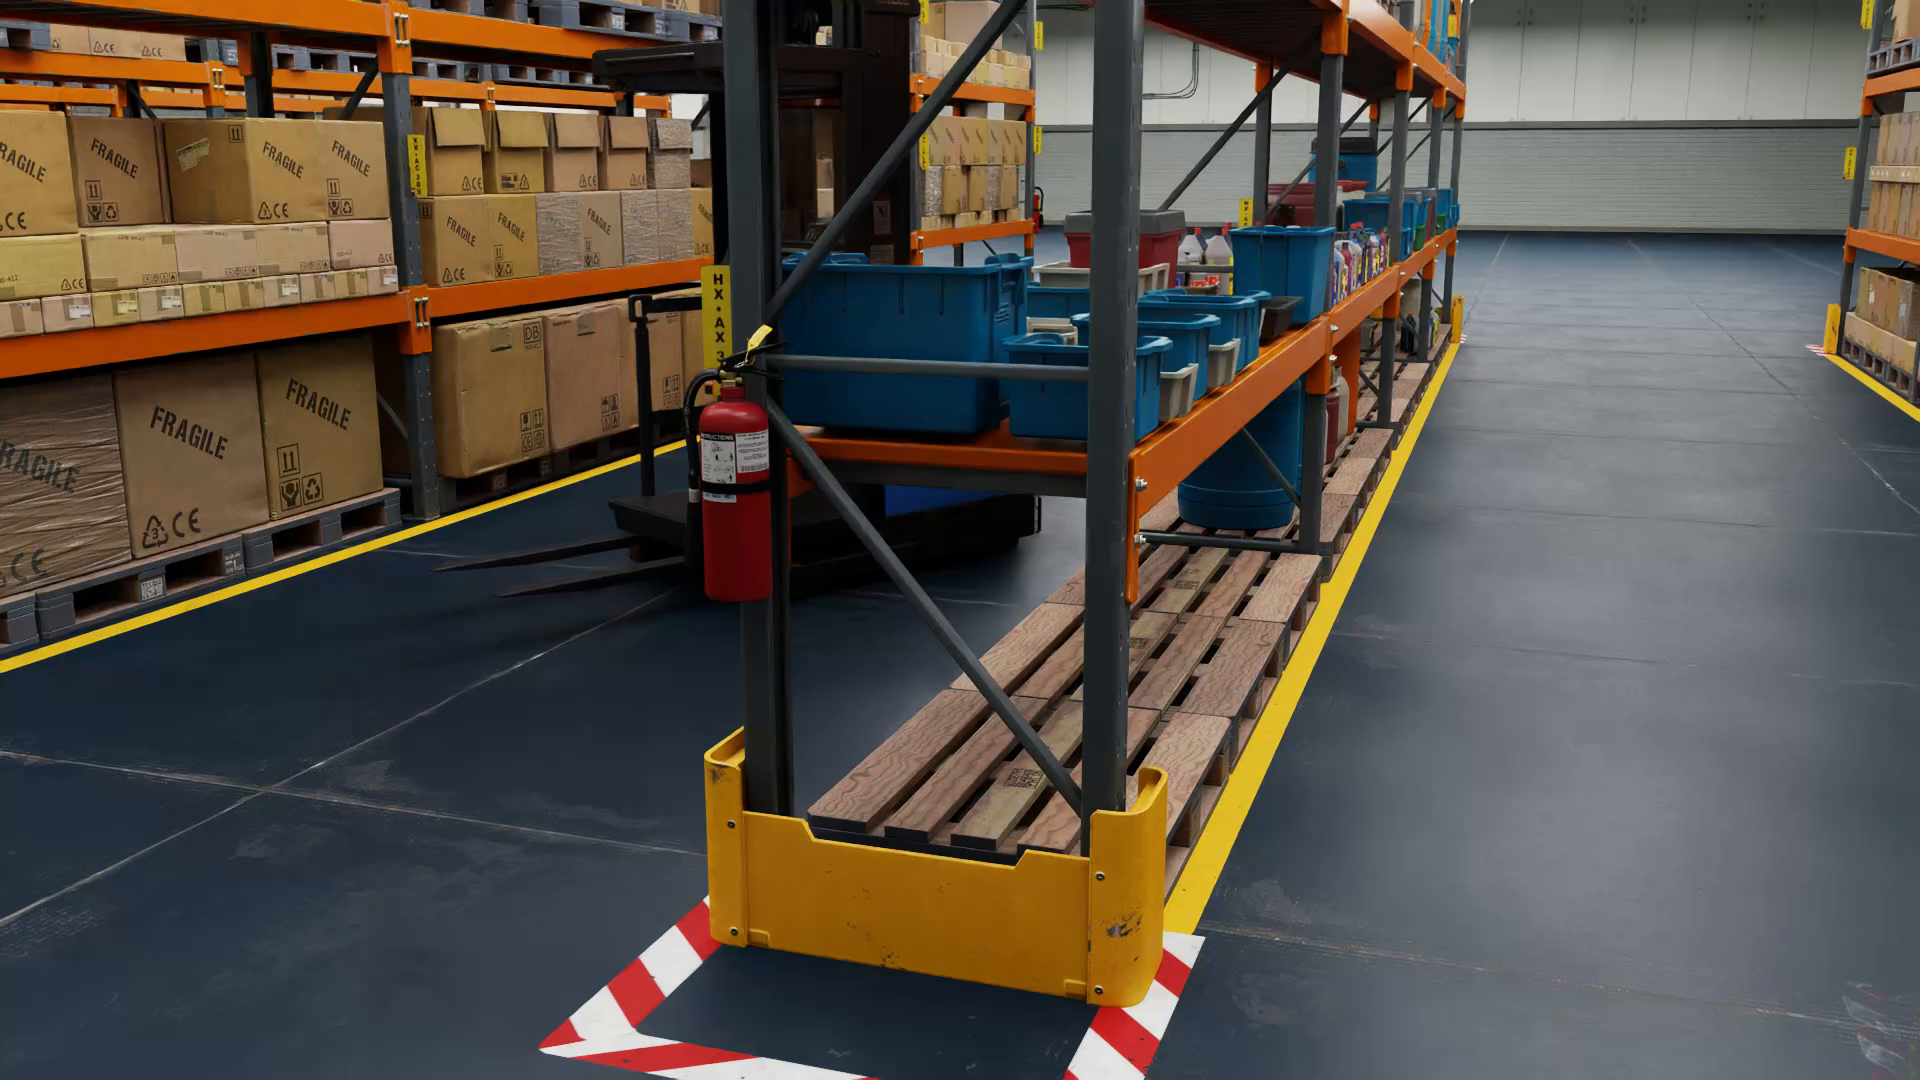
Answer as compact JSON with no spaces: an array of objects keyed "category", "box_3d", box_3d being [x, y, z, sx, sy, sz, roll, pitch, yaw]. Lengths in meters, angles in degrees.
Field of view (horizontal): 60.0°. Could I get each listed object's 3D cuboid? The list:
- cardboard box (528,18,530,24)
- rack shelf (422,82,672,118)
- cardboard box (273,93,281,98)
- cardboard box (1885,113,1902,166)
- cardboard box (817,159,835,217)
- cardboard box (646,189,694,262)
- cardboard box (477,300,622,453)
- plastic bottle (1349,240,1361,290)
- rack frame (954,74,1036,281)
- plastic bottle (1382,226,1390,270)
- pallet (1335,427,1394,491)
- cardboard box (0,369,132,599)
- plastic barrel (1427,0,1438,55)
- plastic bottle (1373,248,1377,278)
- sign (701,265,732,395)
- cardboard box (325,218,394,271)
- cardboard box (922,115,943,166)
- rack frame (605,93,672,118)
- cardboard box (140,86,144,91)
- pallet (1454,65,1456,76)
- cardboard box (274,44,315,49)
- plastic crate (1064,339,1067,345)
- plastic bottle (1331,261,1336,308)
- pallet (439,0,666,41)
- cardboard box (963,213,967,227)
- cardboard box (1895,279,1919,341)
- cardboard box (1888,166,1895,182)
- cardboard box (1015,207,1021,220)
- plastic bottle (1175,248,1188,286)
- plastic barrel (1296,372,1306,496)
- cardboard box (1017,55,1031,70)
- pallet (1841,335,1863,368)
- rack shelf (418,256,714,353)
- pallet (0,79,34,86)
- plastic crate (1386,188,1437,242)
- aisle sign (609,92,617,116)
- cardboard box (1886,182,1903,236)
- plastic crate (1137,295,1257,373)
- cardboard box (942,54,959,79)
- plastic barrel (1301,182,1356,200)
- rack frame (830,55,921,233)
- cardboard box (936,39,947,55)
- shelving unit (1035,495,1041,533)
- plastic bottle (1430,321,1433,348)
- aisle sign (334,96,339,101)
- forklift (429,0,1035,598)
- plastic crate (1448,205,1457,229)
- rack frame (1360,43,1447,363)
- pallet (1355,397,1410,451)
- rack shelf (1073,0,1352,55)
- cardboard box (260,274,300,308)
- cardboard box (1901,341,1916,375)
[{"category":"cardboard box","box_3d":[-4.937,-5.813,18.577,0.380,0.149,0.250,4,14,18]},{"category":"rack shelf","box_3d":[-4.892,-5.204,19.923,1.077,0.370,4.000,4,14,18]},{"category":"cardboard box","box_3d":[-9.161,-5.880,21.835,0.380,0.149,0.250,4,14,18]},{"category":"cardboard box","box_3d":[9.442,-3.883,16.117,0.700,0.500,0.500,4,13,17]},{"category":"cardboard box","box_3d":[-1.352,-3.176,14.987,0.797,0.503,0.637,6,14,24]},{"category":"cardboard box","box_3d":[-2.265,-2.273,11.981,0.500,0.500,0.500,4,14,18]},{"category":"cardboard box","box_3d":[-2.991,-1.102,10.905,1.225,0.875,0.875,4,13,16]},{"category":"plastic bottle","box_3d":[2.167,-1.525,9.219,0.097,0.271,0.097,0,13,0]},{"category":"rack frame","box_3d":[0.415,-4.135,20.364,1.000,3.000,0.127,4,14,18]},{"category":"plastic bottle","box_3d":[2.786,-1.921,10.926,0.061,0.283,0.133,4,14,18]},{"category":"pallet","box_3d":[2.298,-0.565,10.991,1.003,0.211,1.213,4,14,18]},{"category":"cardboard box","box_3d":[-4.336,-0.267,7.249,0.875,0.875,0.875,4,14,18]},{"category":"plastic barrel","box_3d":[3.425,-4.245,12.977,0.600,0.901,0.708,4,14,18]},{"category":"plastic bottle","box_3d":[2.499,-1.707,10.173,0.097,0.201,0.097,0,13,0]},{"category":"sign","box_3d":[-0.601,-0.525,4.182,0.100,0.325,0.005,4,14,18]},{"category":"cardboard box","box_3d":[-3.362,-1.568,8.787,0.500,0.250,0.500,4,13,17]},{"category":"cardboard box","box_3d":[-0.493,-4.050,16.853,0.500,0.500,0.500,4,14,18]},{"category":"rack frame","box_3d":[-4.245,-4.513,22.021,1.000,3.000,0.127,4,14,18]},{"category":"cardboard box","box_3d":[-9.920,-5.395,19.706,0.380,0.149,0.250,4,13,18]},{"category":"pallet","box_3d":[4.742,-4.982,17.756,1.003,0.211,1.213,4,14,18]},{"category":"cardboard box","box_3d":[-6.536,-4.980,15.931,0.500,0.500,0.500,4,14,18]},{"category":"plastic crate","box_3d":[0.125,-0.555,5.136,0.396,0.136,0.243,4,14,18]},{"category":"plastic bottle","box_3d":[1.785,-1.269,8.071,0.061,0.283,0.133,4,14,18]},{"category":"pallet","box_3d":[-2.690,-3.446,11.028,1.003,0.211,1.213,5,14,21]},{"category":"cardboard box","box_3d":[-0.144,-3.459,17.966,0.380,0.149,0.250,4,14,18]},{"category":"cardboard box","box_3d":[8.609,-2.026,14.675,0.500,0.500,0.500,4,14,18]},{"category":"cardboard box","box_3d":[9.124,-3.501,15.905,0.380,0.149,0.250,4,13,17]},{"category":"cardboard box","box_3d":[0.518,-3.938,20.063,0.380,0.149,0.250,4,14,18]},{"category":"plastic bottle","box_3d":[1.041,-1.298,8.211,0.152,0.276,0.135,4,14,18]},{"category":"plastic barrel","box_3d":[1.640,-0.696,9.068,0.600,0.901,0.708,4,14,18]},{"category":"cardboard box","box_3d":[0.621,-5.638,19.647,0.380,0.149,0.250,4,14,18]},{"category":"pallet","box_3d":[9.580,-1.898,16.827,1.003,0.211,1.213,4,14,18]},{"category":"rack shelf","box_3d":[-2.820,-1.679,11.219,1.077,0.370,4.000,4,14,18]},{"category":"pallet","box_3d":[-10.889,-5.036,17.993,1.213,0.211,1.003,4,14,18]},{"category":"plastic crate","box_3d":[3.940,-2.843,14.561,0.402,0.464,0.583,4,14,18]},{"category":"aisle sign","box_3d":[-4.506,-5.817,21.892,0.394,0.787,0.004,4,14,18]},{"category":"cardboard box","box_3d":[9.293,-3.157,15.855,0.700,0.500,0.500,4,14,19]},{"category":"plastic crate","box_3d":[0.742,-0.663,5.392,0.416,0.233,0.300,4,14,18]},{"category":"cardboard box","box_3d":[-0.325,-4.870,17.180,0.500,0.250,0.500,4,14,18]},{"category":"plastic barrel","box_3d":[2.913,-2.571,13.207,0.433,0.535,0.433,0,13,0]},{"category":"rack frame","box_3d":[-0.879,-3.293,16.674,1.000,3.000,0.127,4,14,18]},{"category":"cardboard box","box_3d":[-0.352,-5.039,17.026,0.380,0.149,0.250,4,14,19]},{"category":"shelving unit","box_3d":[0.288,-0.481,9.074,0.210,0.900,0.258,-11,17,-41]},{"category":"plastic bottle","box_3d":[4.461,-1.999,15.971,0.144,0.351,0.185,5,14,20]},{"category":"aisle sign","box_3d":[-8.667,-6.108,23.166,0.394,0.787,0.004,4,14,18]},{"category":"forklift","box_3d":[-1.033,-1.257,7.909,3.031,2.935,1.130,-11,17,-41]},{"category":"plastic crate","box_3d":[5.007,-3.443,17.664,0.499,0.251,0.408,4,14,18]},{"category":"rack frame","box_3d":[3.808,-2.936,15.111,1.000,3.000,0.127,4,14,18]},{"category":"pallet","box_3d":[2.801,-0.895,12.434,1.003,0.211,1.213,4,14,18]},{"category":"rack shelf","box_3d":[0.572,-1.942,5.633,1.077,0.370,4.000,4,14,18]},{"category":"cardboard box","box_3d":[-3.506,-1.236,8.226,0.380,0.149,0.250,5,14,19]},{"category":"cardboard box","box_3d":[8.436,-1.556,14.301,0.500,0.250,0.500,4,14,18]}]
